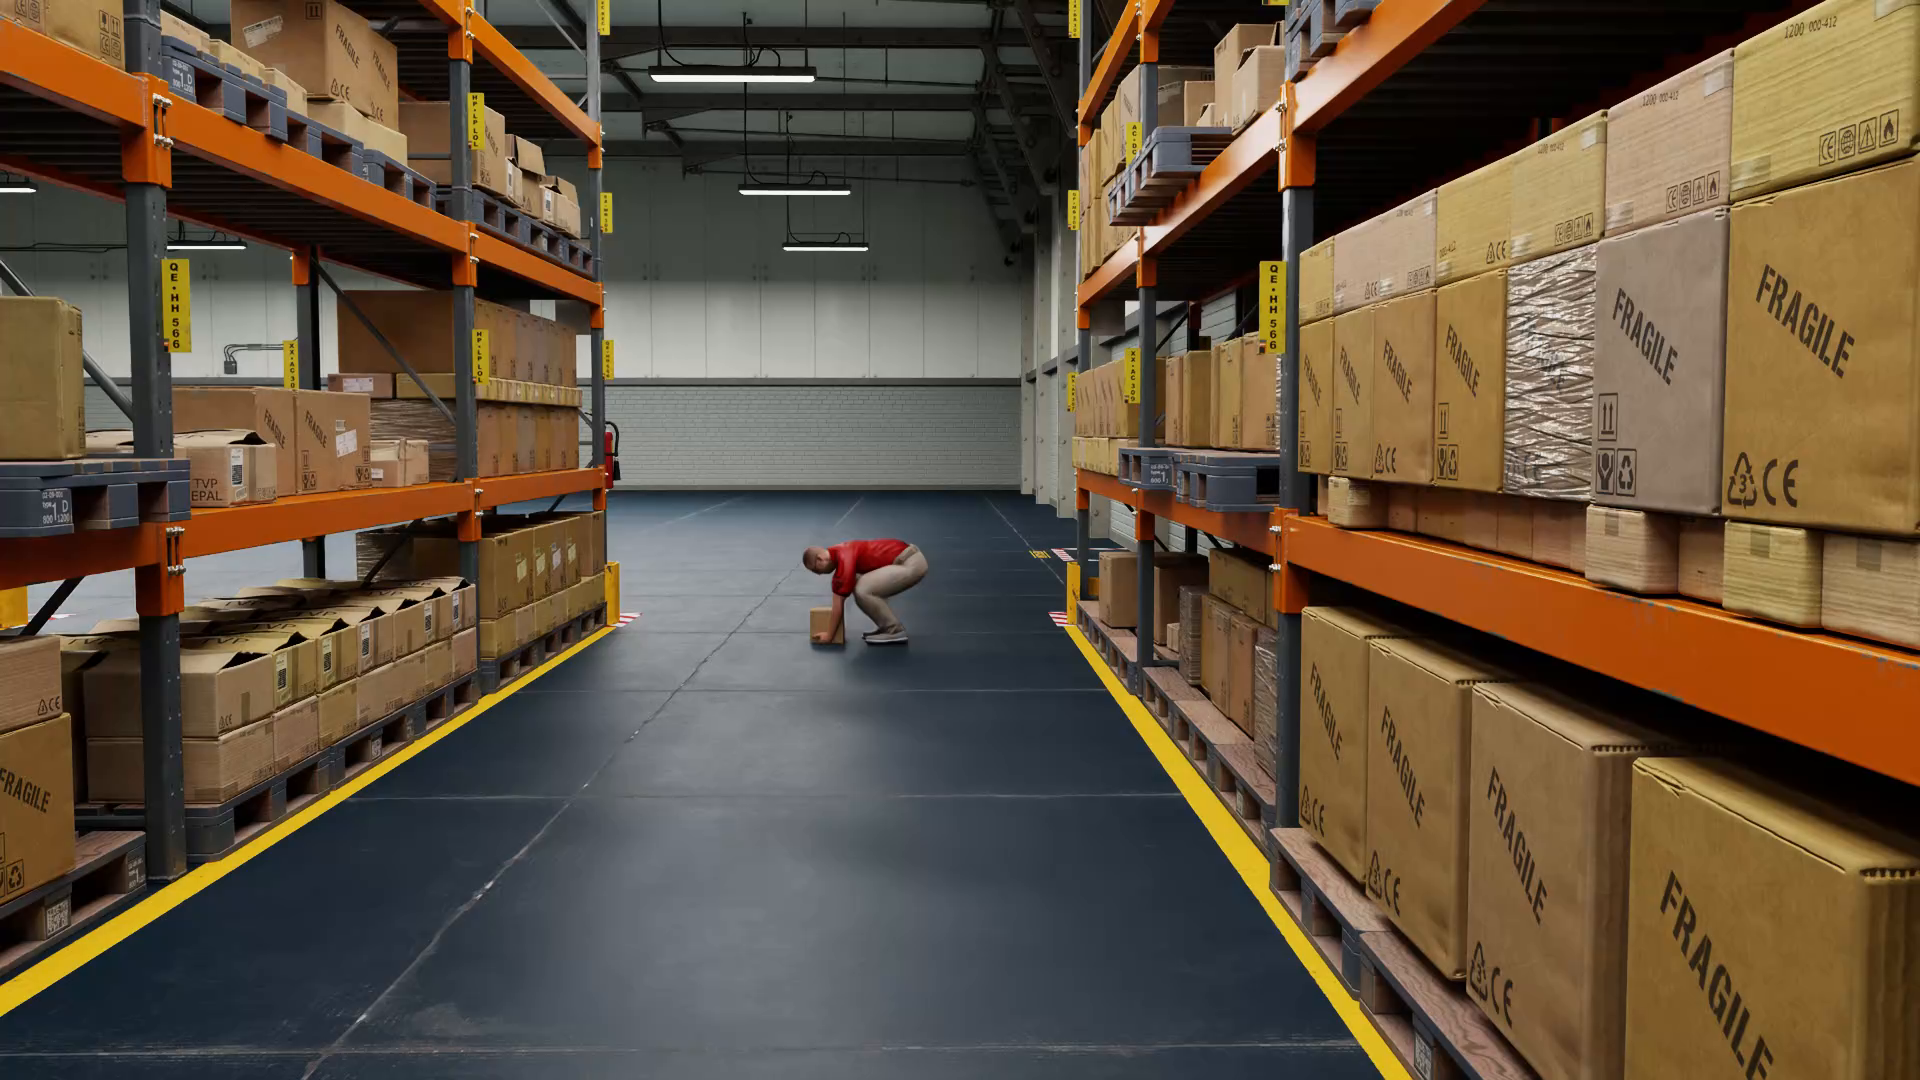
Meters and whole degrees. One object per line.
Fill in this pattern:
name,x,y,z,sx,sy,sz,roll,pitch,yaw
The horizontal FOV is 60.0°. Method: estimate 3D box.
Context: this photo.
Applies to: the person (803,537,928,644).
person,-0.739,0.392,12.696,0.918,0.816,0.523,0,4,-3
